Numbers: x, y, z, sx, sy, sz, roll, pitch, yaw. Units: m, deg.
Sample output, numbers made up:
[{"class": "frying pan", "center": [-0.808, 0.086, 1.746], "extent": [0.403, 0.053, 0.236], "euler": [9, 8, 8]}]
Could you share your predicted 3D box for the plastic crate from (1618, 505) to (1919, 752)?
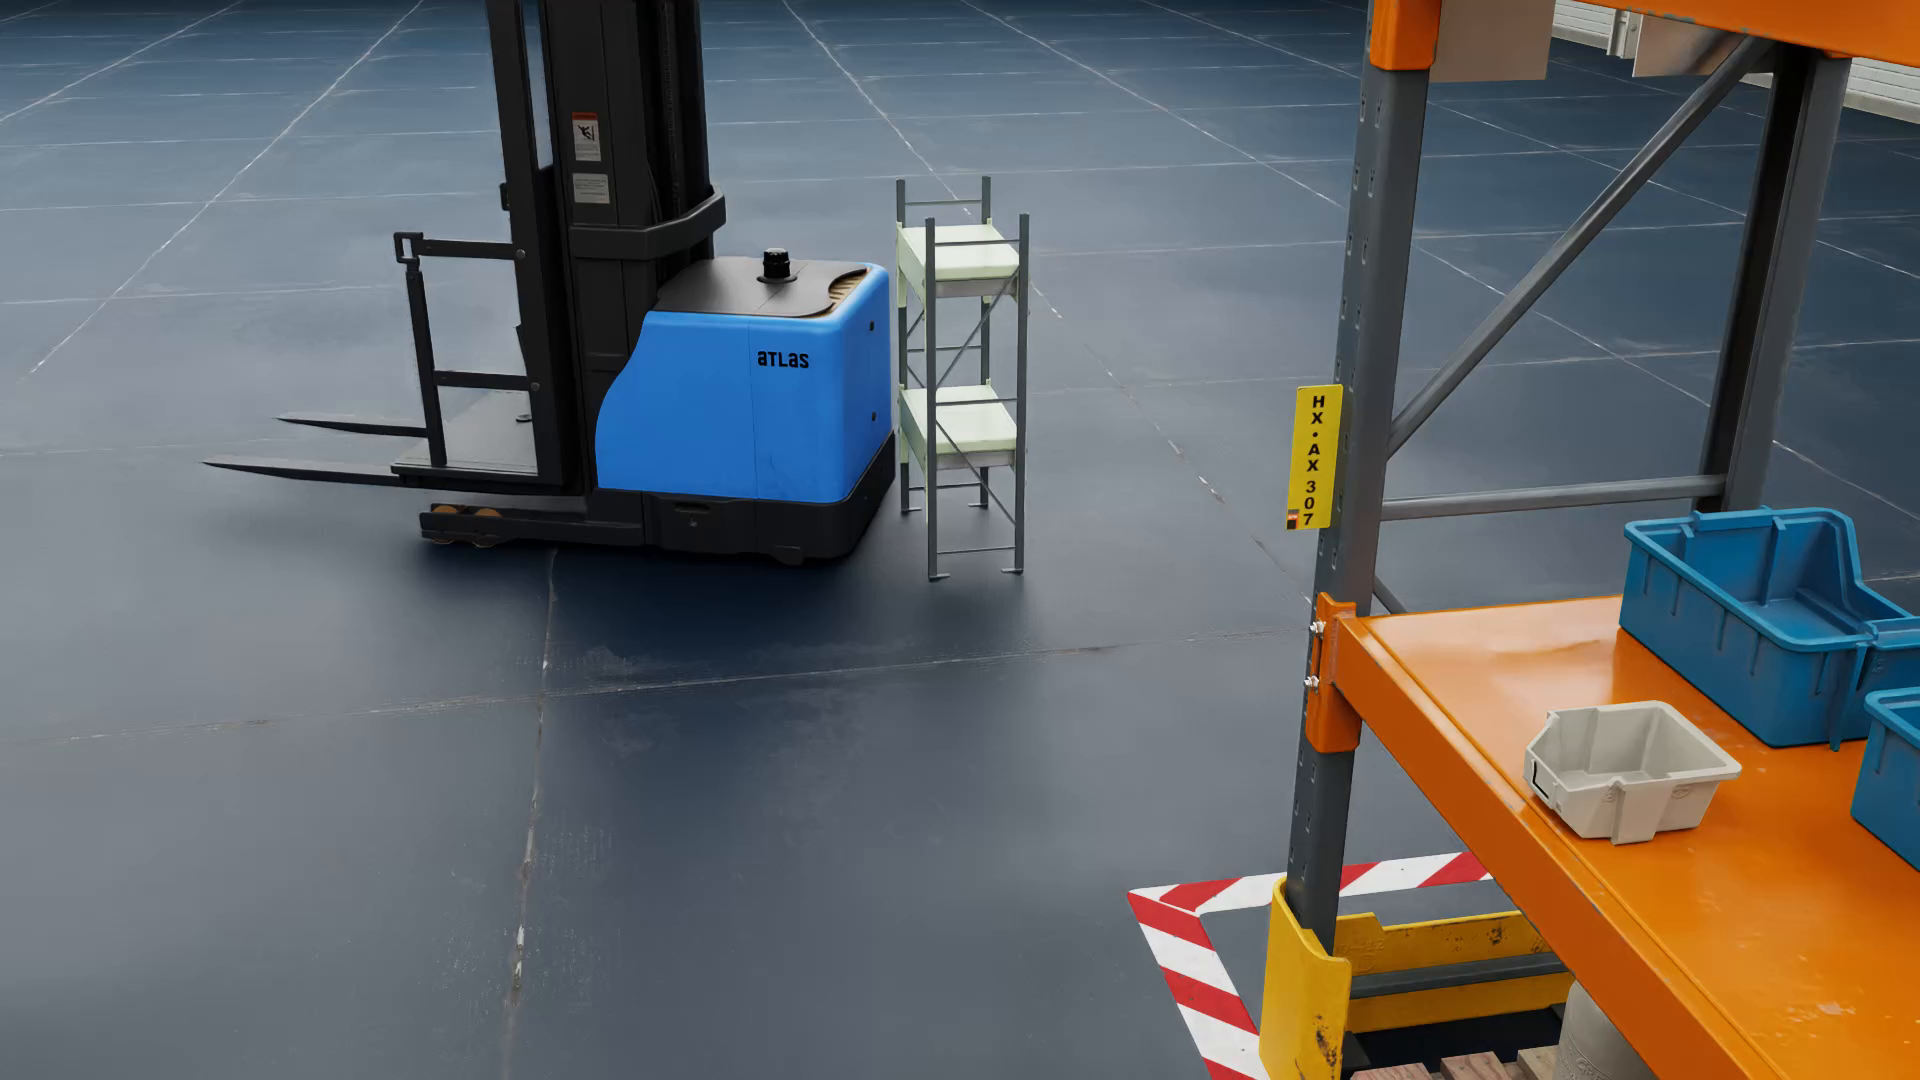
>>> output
[{"class": "plastic crate", "center": [1.685, 0.157, 3.330], "extent": [0.499, 0.251, 0.616], "euler": [-4, 24, -10]}]

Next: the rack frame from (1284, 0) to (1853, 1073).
[{"class": "rack frame", "center": [1.298, -0.086, 3.700], "extent": [1.000, 3.000, 0.127], "euler": [-4, 24, -10]}]

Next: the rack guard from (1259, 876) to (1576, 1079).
[{"class": "rack guard", "center": [1.359, 1.086, 4.140], "extent": [1.175, 0.500, 0.348], "euler": [-4, 24, -10]}]

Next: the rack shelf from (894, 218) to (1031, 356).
[{"class": "rack shelf", "center": [-0.001, -1.048, 6.800], "extent": [0.431, 0.370, 0.720], "euler": [-4, 24, -10]}]

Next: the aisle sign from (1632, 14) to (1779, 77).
[{"class": "aisle sign", "center": [1.577, -1.328, 3.295], "extent": [0.394, 0.787, 0.004], "euler": [-4, 24, -10]}]

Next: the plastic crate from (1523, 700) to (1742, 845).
[{"class": "plastic crate", "center": [1.148, 0.410, 2.892], "extent": [0.298, 0.136, 0.250], "euler": [-4, 24, -10]}]

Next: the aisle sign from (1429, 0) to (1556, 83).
[{"class": "aisle sign", "center": [0.997, -1.284, 3.195], "extent": [0.394, 0.787, 0.004], "euler": [-4, 24, -10]}]

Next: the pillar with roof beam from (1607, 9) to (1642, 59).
[{"class": "pillar with roof beam", "center": [4.455, -10.119, 19.176], "extent": [9.100, 9.000, 0.400], "euler": [-4, 24, -10]}]

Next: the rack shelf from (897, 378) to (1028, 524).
[{"class": "rack shelf", "center": [-0.001, -0.391, 7.086], "extent": [0.431, 0.370, 0.720], "euler": [-4, 24, -10]}]

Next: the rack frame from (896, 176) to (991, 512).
[{"class": "rack frame", "center": [-0.069, -0.834, 7.285], "extent": [0.400, 1.500, 0.023], "euler": [-4, 24, -10]}]

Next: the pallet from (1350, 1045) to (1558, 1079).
[{"class": "pallet", "center": [1.504, 1.538, 3.465], "extent": [1.003, 0.211, 1.213], "euler": [-4, 24, -10]}]

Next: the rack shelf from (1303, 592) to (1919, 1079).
[{"class": "rack shelf", "center": [1.668, 1.030, 2.043], "extent": [1.077, 0.370, 4.000], "euler": [-4, 24, -10]}]

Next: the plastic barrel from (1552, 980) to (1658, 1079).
[{"class": "plastic barrel", "center": [1.495, 1.115, 3.534], "extent": [0.421, 0.512, 0.421], "euler": [0, 24, 0]}]

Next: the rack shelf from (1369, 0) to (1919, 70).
[{"class": "rack shelf", "center": [1.668, -0.345, 1.442], "extent": [1.077, 0.370, 4.000], "euler": [-4, 24, -10]}]

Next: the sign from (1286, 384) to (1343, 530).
[{"class": "sign", "center": [0.757, -0.174, 3.555], "extent": [0.100, 0.325, 0.005], "euler": [-4, 24, -10]}]

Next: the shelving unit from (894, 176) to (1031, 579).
[{"class": "shelving unit", "center": [-0.001, -0.690, 6.956], "extent": [0.431, 1.500, 0.755], "euler": [-4, 24, -10]}]

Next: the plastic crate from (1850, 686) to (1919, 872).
[{"class": "plastic crate", "center": [1.799, 0.412, 2.744], "extent": [0.499, 0.251, 0.408], "euler": [-4, 24, -10]}]

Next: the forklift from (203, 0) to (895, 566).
[{"class": "forklift", "center": [-1.868, -1.510, 7.046], "extent": [3.031, 2.935, 1.130], "euler": [4, 24, 10]}]

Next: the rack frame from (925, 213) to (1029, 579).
[{"class": "rack frame", "center": [0.066, -0.546, 6.626], "extent": [0.400, 1.500, 0.023], "euler": [-4, 24, -10]}]
